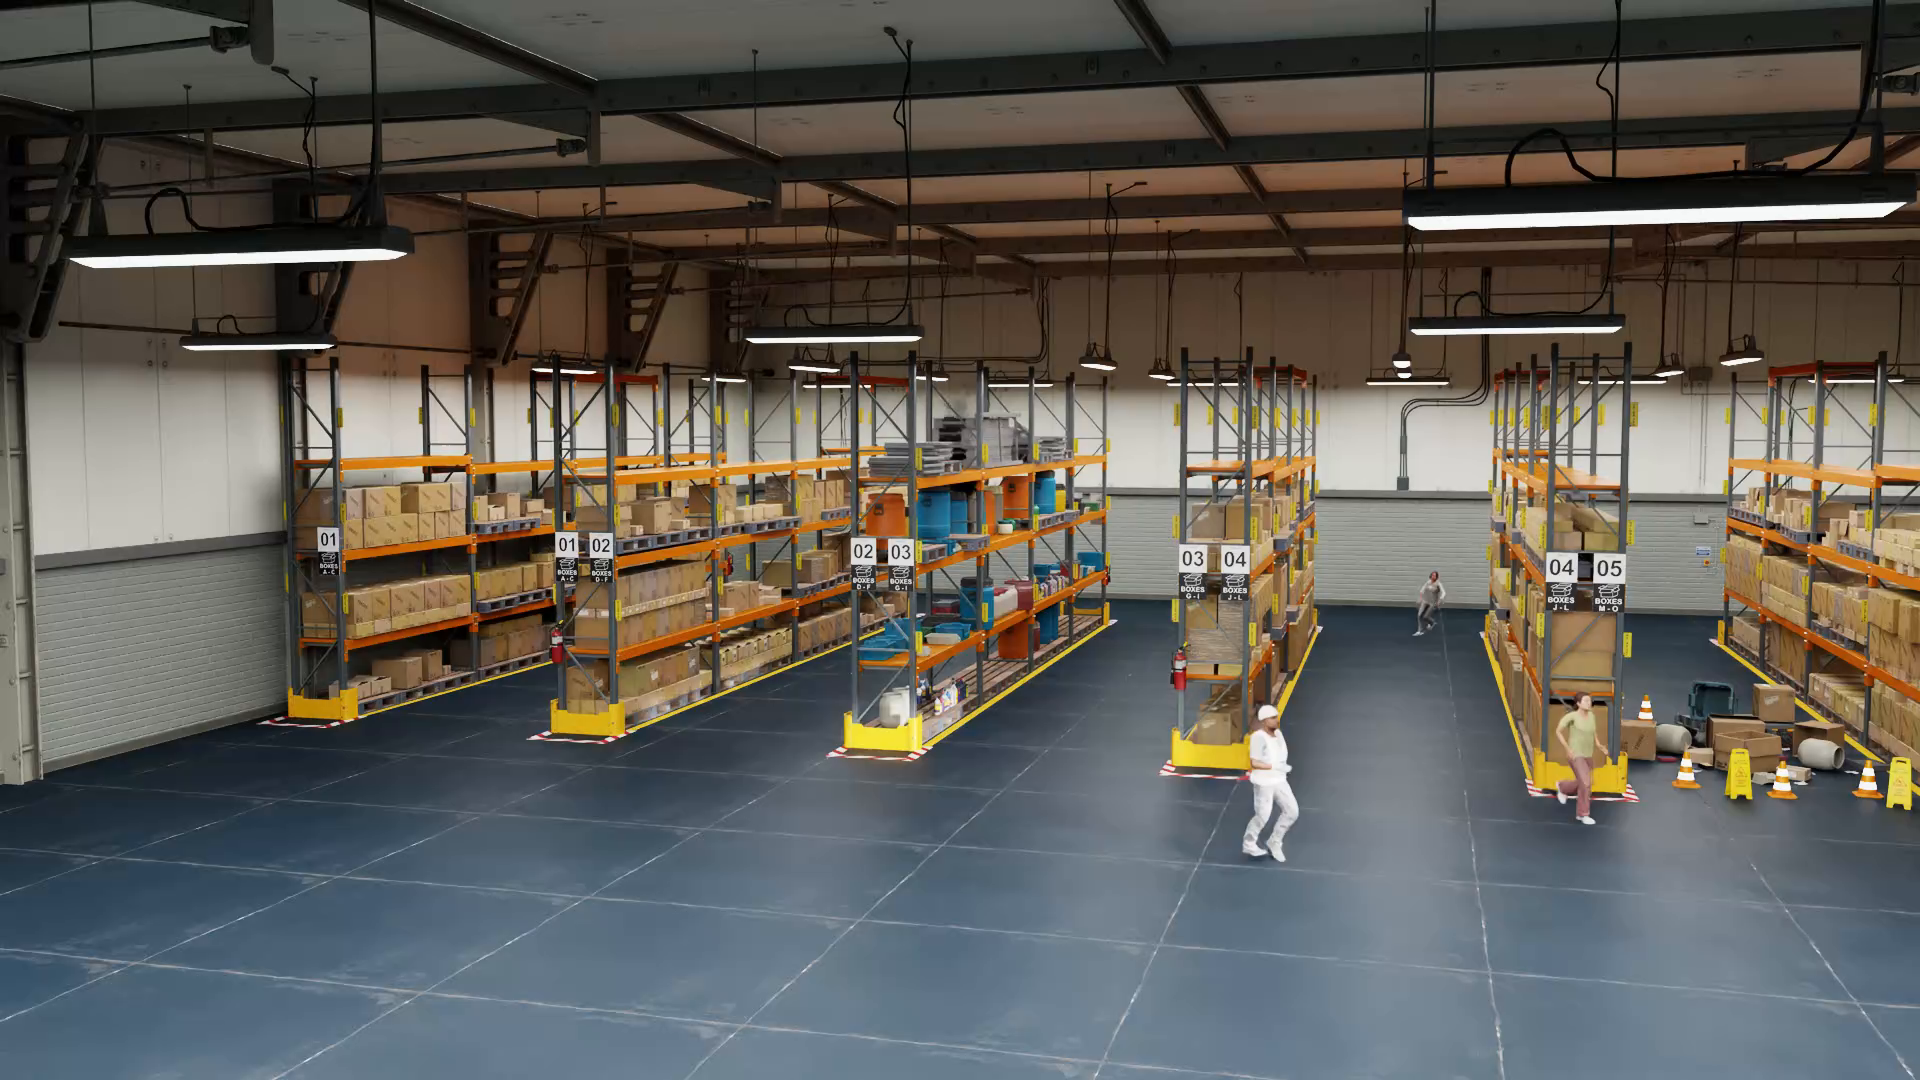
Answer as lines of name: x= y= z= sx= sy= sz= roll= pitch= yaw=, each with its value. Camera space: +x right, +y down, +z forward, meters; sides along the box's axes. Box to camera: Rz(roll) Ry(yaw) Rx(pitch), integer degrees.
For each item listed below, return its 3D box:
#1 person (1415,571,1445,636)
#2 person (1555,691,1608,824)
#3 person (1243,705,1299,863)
person: x=10.857 y=1.459 z=38.228 sx=0.524 sy=1.522 sz=0.629 roll=-4 pitch=6 yaw=-45
person: x=7.661 y=2.676 z=20.737 sx=0.564 sy=1.627 sz=0.736 roll=-2 pitch=5 yaw=-23
person: x=3.500 y=2.750 z=18.688 sx=0.653 sy=1.802 sz=0.720 roll=-4 pitch=6 yaw=-43
